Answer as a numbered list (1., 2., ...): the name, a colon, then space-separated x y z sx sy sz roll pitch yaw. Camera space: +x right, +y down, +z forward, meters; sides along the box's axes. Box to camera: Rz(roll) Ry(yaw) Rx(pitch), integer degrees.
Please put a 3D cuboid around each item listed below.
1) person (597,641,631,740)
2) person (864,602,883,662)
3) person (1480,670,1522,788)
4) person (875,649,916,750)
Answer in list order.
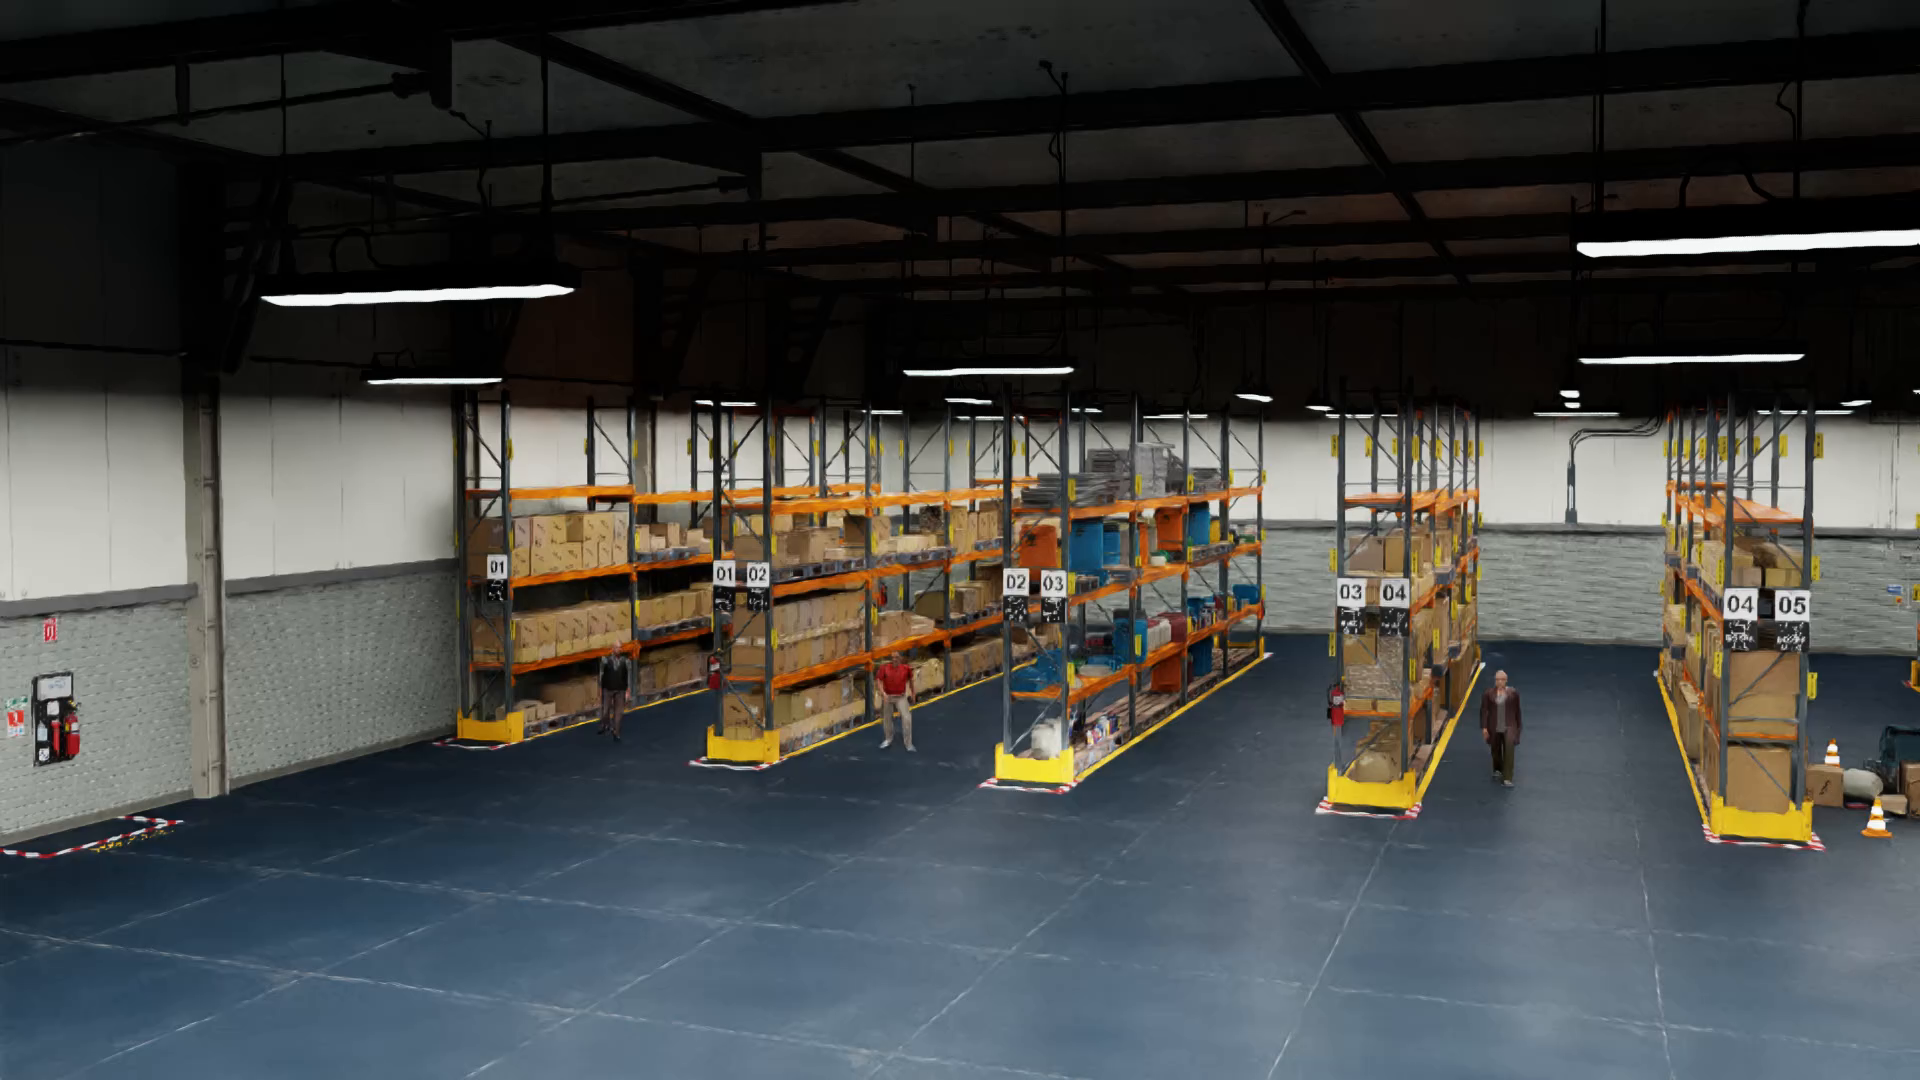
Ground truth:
1. person: -5.950 2.573 28.606 0.586 1.716 0.523 -1 3 -17
2. person: -1.912 2.167 36.929 0.580 1.617 0.503 1 3 19
3. person: 8.016 2.775 24.663 0.598 1.698 1.193 1 3 23
4. person: -1.064 2.640 27.647 0.679 1.674 0.768 0 3 -1
